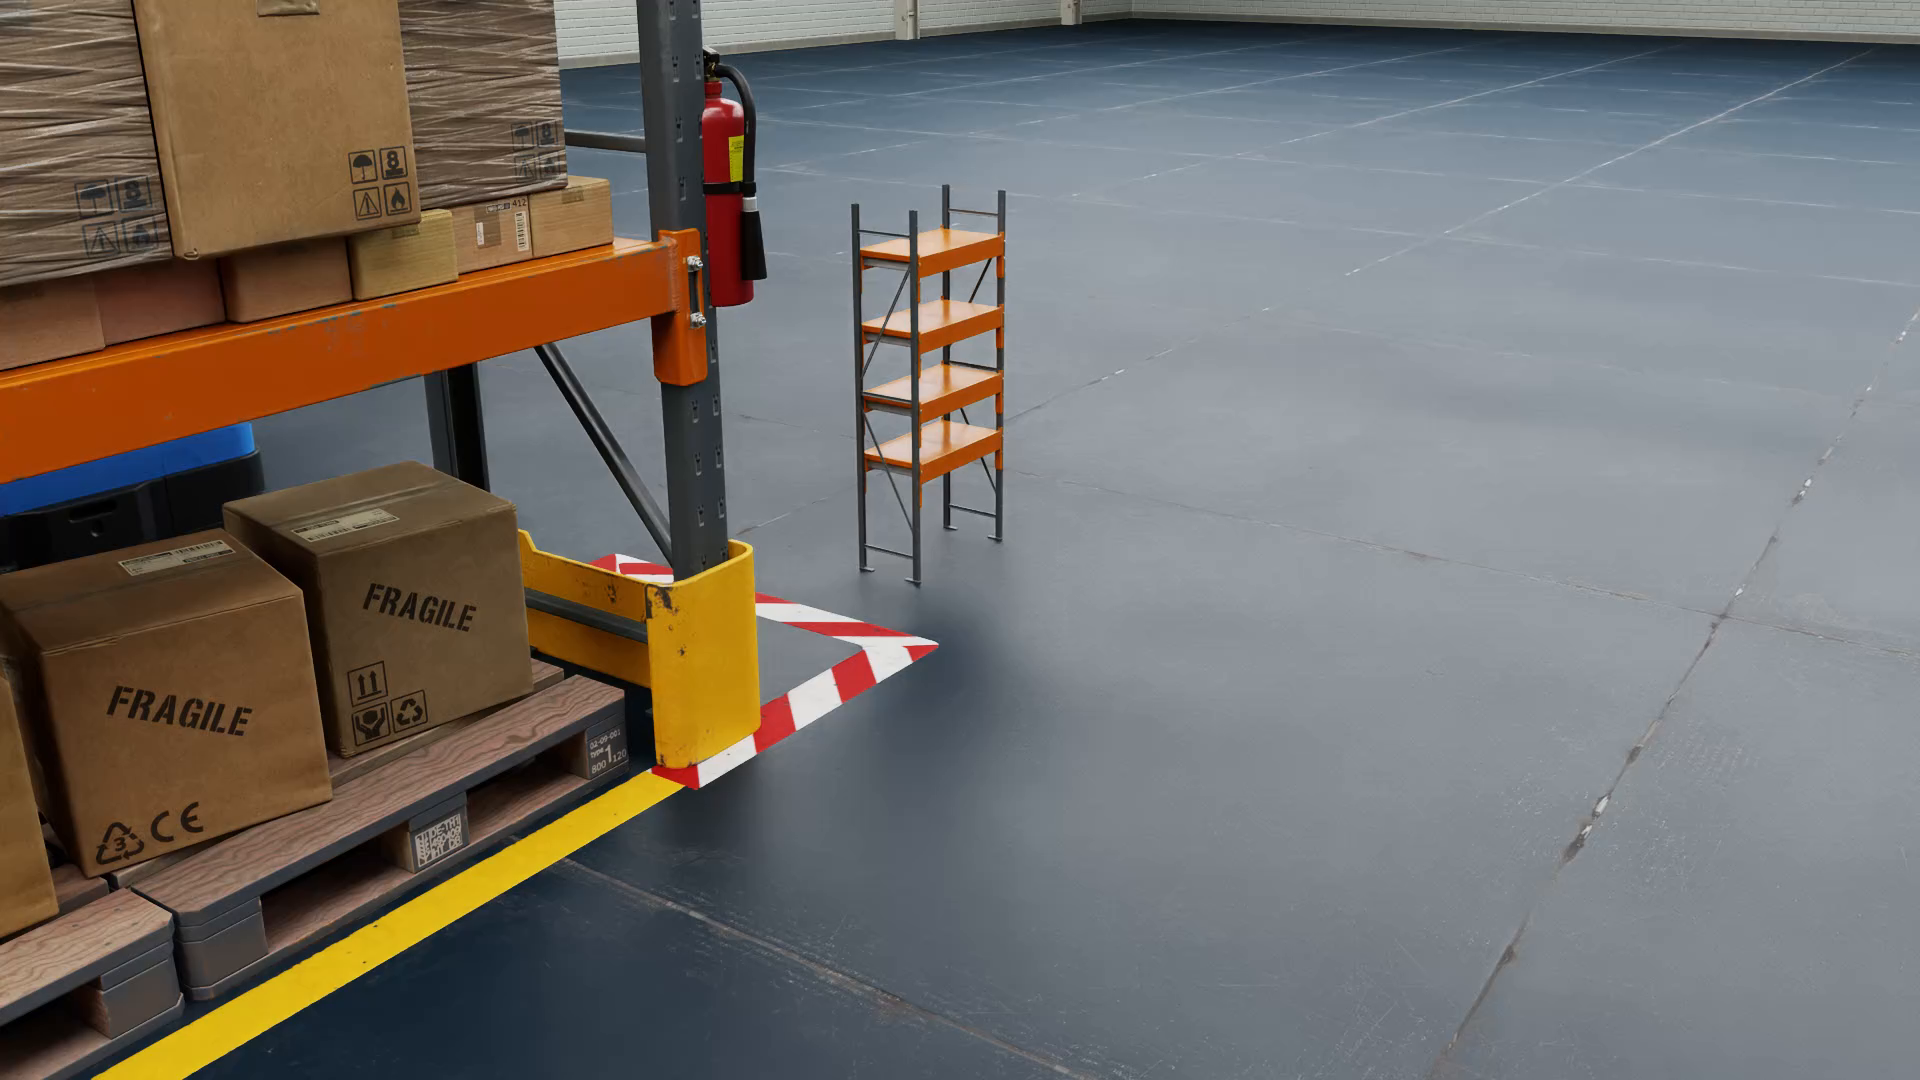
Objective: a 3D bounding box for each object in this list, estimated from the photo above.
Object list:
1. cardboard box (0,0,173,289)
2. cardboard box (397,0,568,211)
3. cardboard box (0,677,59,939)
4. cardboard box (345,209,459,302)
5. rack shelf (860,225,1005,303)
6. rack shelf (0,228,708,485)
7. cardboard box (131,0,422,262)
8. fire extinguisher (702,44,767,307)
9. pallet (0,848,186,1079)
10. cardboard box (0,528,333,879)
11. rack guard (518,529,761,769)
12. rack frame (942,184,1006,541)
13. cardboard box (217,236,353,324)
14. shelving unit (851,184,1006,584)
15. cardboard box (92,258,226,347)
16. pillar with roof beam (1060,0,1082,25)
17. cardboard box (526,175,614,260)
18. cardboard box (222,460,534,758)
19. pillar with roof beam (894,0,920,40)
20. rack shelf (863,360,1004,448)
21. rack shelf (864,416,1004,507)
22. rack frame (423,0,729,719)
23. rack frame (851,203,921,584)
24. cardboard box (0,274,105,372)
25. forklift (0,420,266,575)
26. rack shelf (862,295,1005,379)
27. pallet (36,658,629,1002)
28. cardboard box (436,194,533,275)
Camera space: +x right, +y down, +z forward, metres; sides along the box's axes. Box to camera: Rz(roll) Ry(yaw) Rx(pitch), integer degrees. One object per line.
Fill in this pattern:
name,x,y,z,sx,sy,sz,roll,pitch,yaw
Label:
cardboard box,-1.873,-0.737,2.860,0.875,0.500,0.500,13,24,32
cardboard box,-1.374,-1.039,3.676,0.875,0.500,0.500,13,24,32
cardboard box,-2.083,0.501,3.085,0.500,0.500,0.500,16,26,37
cardboard box,-1.271,-0.612,3.457,0.380,0.149,0.250,13,24,32
rack shelf,-0.093,-0.884,5.292,0.258,0.148,0.480,13,24,32
rack shelf,-2.167,-0.094,2.731,1.077,0.370,4.000,13,24,32
cardboard box,-1.556,-0.872,3.225,0.875,0.500,0.500,13,24,32
fire extinguisher,-0.597,-0.911,4.017,0.296,0.674,0.183,13,24,32
pallet,-2.257,0.900,3.028,1.003,0.211,1.213,13,24,32
cardboard box,-1.715,0.325,3.561,0.500,0.500,0.500,-17,26,-38
rack guard,-1.085,0.189,4.532,1.175,0.500,0.348,13,24,32
rack frame,0.044,-0.585,5.618,0.240,1.200,0.015,13,24,32
cardboard box,-1.424,-0.543,3.271,0.380,0.149,0.250,13,24,32
shelving unit,-0.093,-0.515,5.428,0.258,1.200,0.503,13,24,32
cardboard box,-1.599,-0.479,3.099,0.380,0.149,0.250,13,24,32
pillar with roof beam,5.942,-14.462,31.891,9.100,9.000,0.400,13,24,32
cardboard box,-1.032,-0.765,3.871,0.380,0.149,0.250,13,24,32
cardboard box,-1.407,0.147,4.043,0.500,0.500,0.500,19,28,42
pillar with roof beam,2.569,-12.741,27.237,9.100,9.000,0.400,13,24,32
rack shelf,-0.093,-0.452,5.452,0.258,0.148,0.480,13,24,32
rack shelf,-0.093,-0.266,5.521,0.258,0.148,0.480,13,24,32
rack frame,-1.042,-1.005,4.158,1.000,3.000,0.127,13,24,32
rack frame,-0.230,-0.445,5.239,0.240,1.200,0.015,13,24,32
cardboard box,-1.721,-0.403,2.893,0.380,0.149,0.250,13,24,32
forklift,-3.707,-1.089,4.485,1.130,2.935,3.031,15,25,36
rack shelf,-0.093,-0.662,5.374,0.258,0.148,0.480,13,24,32
pallet,-1.571,0.551,3.971,1.003,0.211,1.213,13,24,32
cardboard box,-1.173,-0.693,3.678,0.380,0.149,0.250,13,24,32
